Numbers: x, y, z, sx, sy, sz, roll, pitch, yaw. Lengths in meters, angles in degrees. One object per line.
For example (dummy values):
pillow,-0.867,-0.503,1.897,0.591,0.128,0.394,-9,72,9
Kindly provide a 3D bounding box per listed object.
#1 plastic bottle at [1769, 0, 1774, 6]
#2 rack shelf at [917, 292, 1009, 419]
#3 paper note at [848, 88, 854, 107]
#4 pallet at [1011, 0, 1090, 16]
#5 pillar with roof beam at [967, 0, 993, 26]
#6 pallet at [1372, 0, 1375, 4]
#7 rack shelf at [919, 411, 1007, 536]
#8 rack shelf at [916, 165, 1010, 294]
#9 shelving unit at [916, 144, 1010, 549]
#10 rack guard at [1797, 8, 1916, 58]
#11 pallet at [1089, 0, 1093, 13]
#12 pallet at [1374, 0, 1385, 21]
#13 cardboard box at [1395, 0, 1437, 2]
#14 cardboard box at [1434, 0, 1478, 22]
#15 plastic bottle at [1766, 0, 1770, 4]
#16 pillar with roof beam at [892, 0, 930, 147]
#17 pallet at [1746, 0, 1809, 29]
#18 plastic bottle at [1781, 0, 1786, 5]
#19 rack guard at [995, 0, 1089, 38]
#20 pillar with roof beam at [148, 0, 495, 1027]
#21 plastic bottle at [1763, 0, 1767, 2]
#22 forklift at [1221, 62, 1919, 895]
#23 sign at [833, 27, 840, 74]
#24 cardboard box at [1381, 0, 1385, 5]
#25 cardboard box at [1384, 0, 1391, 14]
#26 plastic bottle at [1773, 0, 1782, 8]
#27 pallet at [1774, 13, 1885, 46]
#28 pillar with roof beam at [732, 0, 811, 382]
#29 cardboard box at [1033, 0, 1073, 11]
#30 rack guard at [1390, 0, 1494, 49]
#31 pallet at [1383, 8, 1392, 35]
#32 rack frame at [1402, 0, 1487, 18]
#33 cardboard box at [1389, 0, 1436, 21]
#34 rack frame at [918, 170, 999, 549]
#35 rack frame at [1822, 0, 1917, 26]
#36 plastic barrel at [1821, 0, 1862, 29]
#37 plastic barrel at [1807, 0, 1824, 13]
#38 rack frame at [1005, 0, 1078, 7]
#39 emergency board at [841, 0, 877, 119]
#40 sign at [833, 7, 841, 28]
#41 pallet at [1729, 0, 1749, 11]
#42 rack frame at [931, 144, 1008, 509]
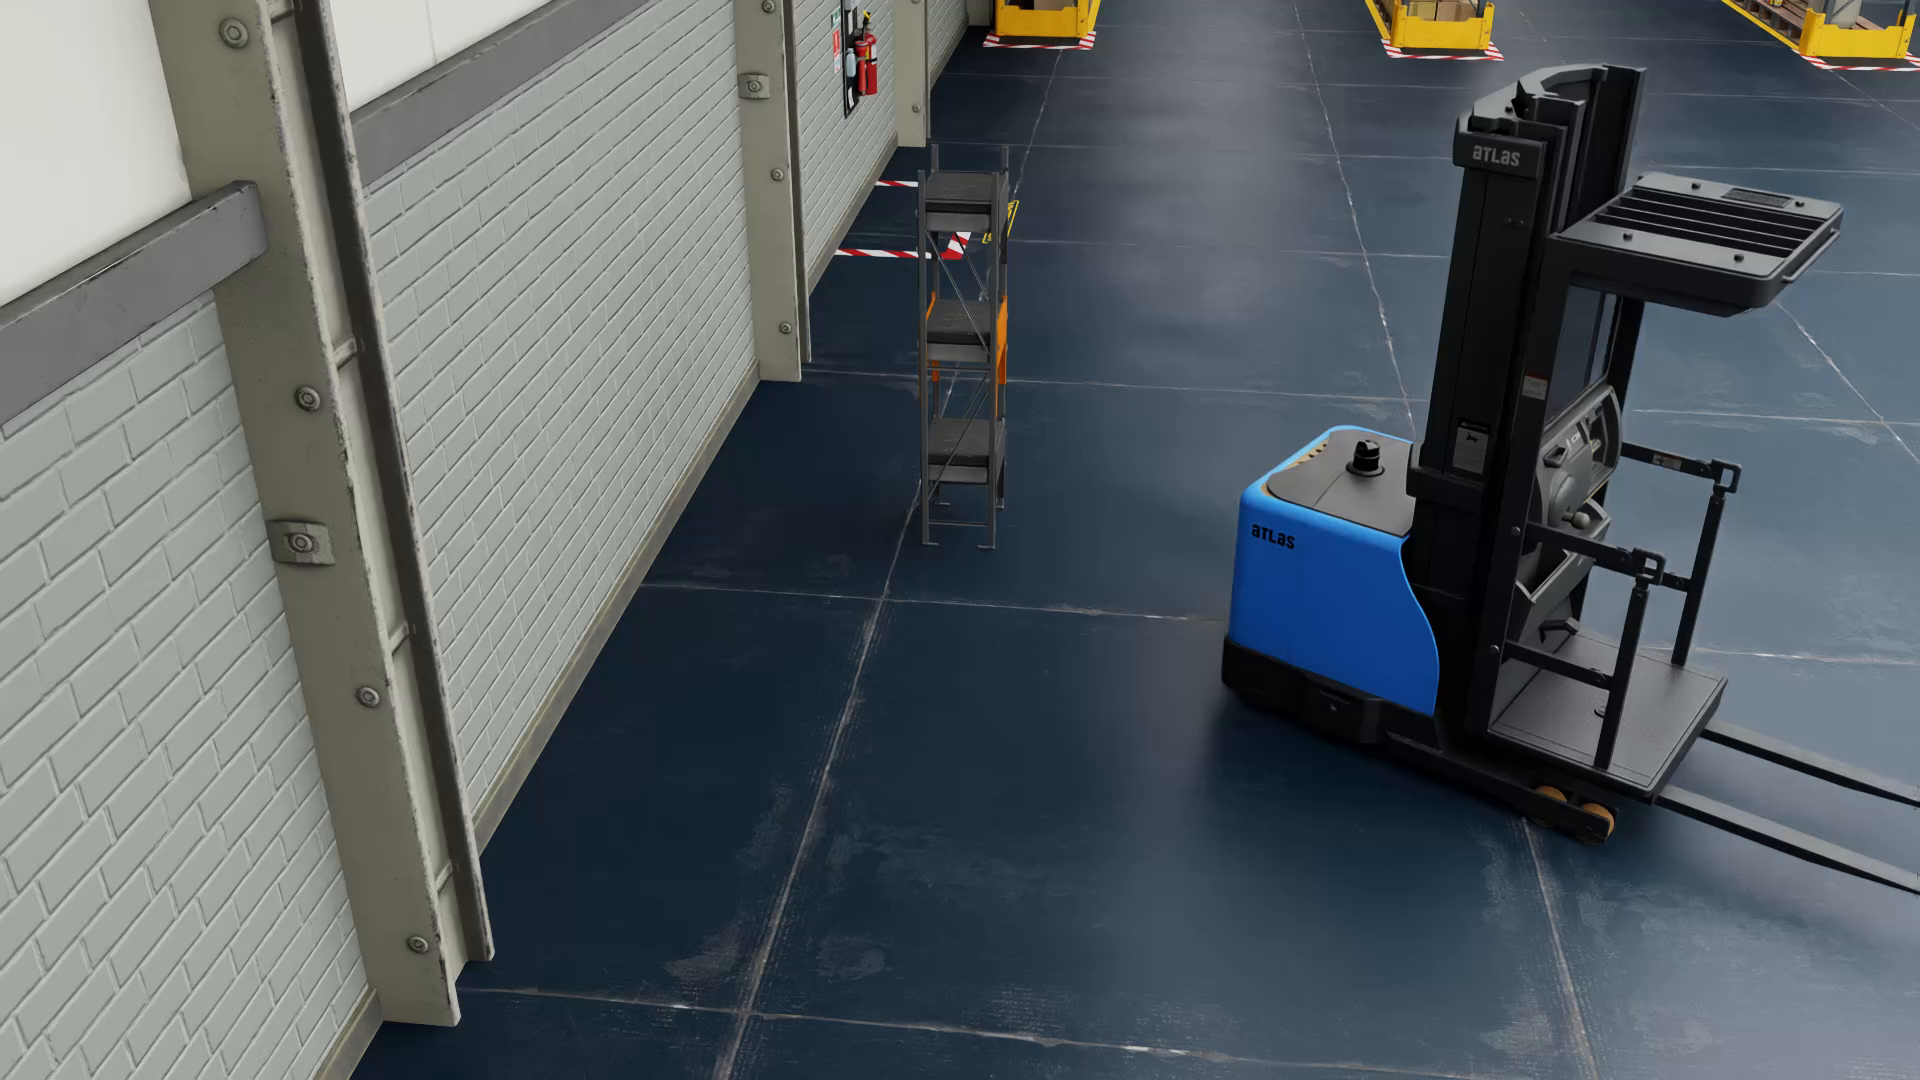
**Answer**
plastic bottle,10.649,-7.129,21.721,0.061,0.283,0.133,4,29,7
rack shelf,0.020,-0.990,8.903,0.431,0.518,0.480,3,28,6
paper note,-0.908,-3.689,13.863,0.016,0.148,0.142,3,28,6
pallet,1.175,-6.950,21.927,1.003,0.211,1.213,3,28,6
pillar with roof beam,4.531,-10.532,19.311,9.100,9.000,0.400,3,28,6
pallet,6.299,-7.759,23.429,1.003,0.211,1.213,3,28,6
rack shelf,0.020,-0.374,9.235,0.431,0.518,0.480,3,28,6
rack shelf,0.020,-1.607,8.571,0.431,0.518,0.480,3,28,6
shelving unit,0.020,-1.002,8.897,0.431,2.100,0.503,3,28,6
rack guard,10.826,-6.124,20.089,1.175,0.500,0.348,3,28,6
pallet,1.327,-7.522,22.990,1.003,0.211,1.213,3,28,6
pallet,6.152,-7.183,22.360,1.003,0.211,1.213,3,28,6
cardboard box,5.718,-7.049,20.838,0.500,0.500,0.500,3,28,6
cardboard box,6.234,-6.689,20.960,0.500,0.250,0.500,3,28,6
plastic bottle,10.711,-7.187,21.836,0.152,0.276,0.135,4,29,7
pillar with roof beam,3.795,-7.708,14.069,9.100,9.000,0.400,3,28,6
pallet,11.083,-6.951,21.930,1.003,0.211,1.213,3,28,6
plastic bottle,10.817,-7.184,21.823,0.061,0.283,0.133,3,28,6
rack guard,1.040,-6.697,21.153,1.175,0.500,0.348,3,28,6
pillar with roof beam,2.325,-2.059,3.584,9.100,9.000,0.400,3,28,6
plastic bottle,10.728,-7.252,21.957,0.152,0.276,0.135,3,28,5
forklift,2.710,-0.312,6.739,3.031,2.935,1.130,20,34,33
sign,-0.988,-3.917,13.321,0.001,0.329,0.234,3,28,6
cardboard box,5.829,-7.191,21.891,0.500,0.250,0.500,3,28,6
cardboard box,5.769,-6.955,21.454,0.500,0.250,0.500,3,28,6
plastic bottle,10.653,-7.037,21.636,0.097,0.201,0.097,0,28,0
pallet,10.931,-6.378,20.867,1.003,0.211,1.213,3,28,6
pillar with roof beam,3.060,-4.883,8.827,9.100,9.000,0.400,3,28,6
cardboard box,1.205,-7.092,21.622,0.500,0.311,0.500,0,28,0
rack guard,5.945,-6.363,20.534,1.175,0.500,0.348,3,28,6
pallet,6.000,-6.610,21.297,1.003,0.211,1.213,3,28,6
rack frame,5.948,-7.475,19.963,1.000,3.000,0.127,3,28,6
cardboard box,5.720,-6.719,21.016,0.500,0.250,0.500,3,28,6
rack frame,-0.010,-0.887,8.683,0.400,2.100,0.015,3,28,6
rack frame,10.863,-7.186,19.425,1.000,3.000,0.127,3,28,6
plastic barrel,10.868,-6.589,20.499,0.421,0.512,0.421,0,28,0
plastic barrel,10.929,-6.825,20.937,0.421,0.512,0.421,0,28,0
rack frame,1.031,-7.761,20.494,1.000,3.000,0.127,3,28,6
emergency board,-0.818,-4.156,13.801,0.194,1.169,0.643,3,28,6
sign,-0.978,-4.152,13.198,0.001,0.109,0.331,3,28,6
pallet,11.230,-7.527,22.999,1.003,0.211,1.213,3,28,6
rack frame,0.050,-1.117,9.110,0.400,2.100,0.015,3,28,6
